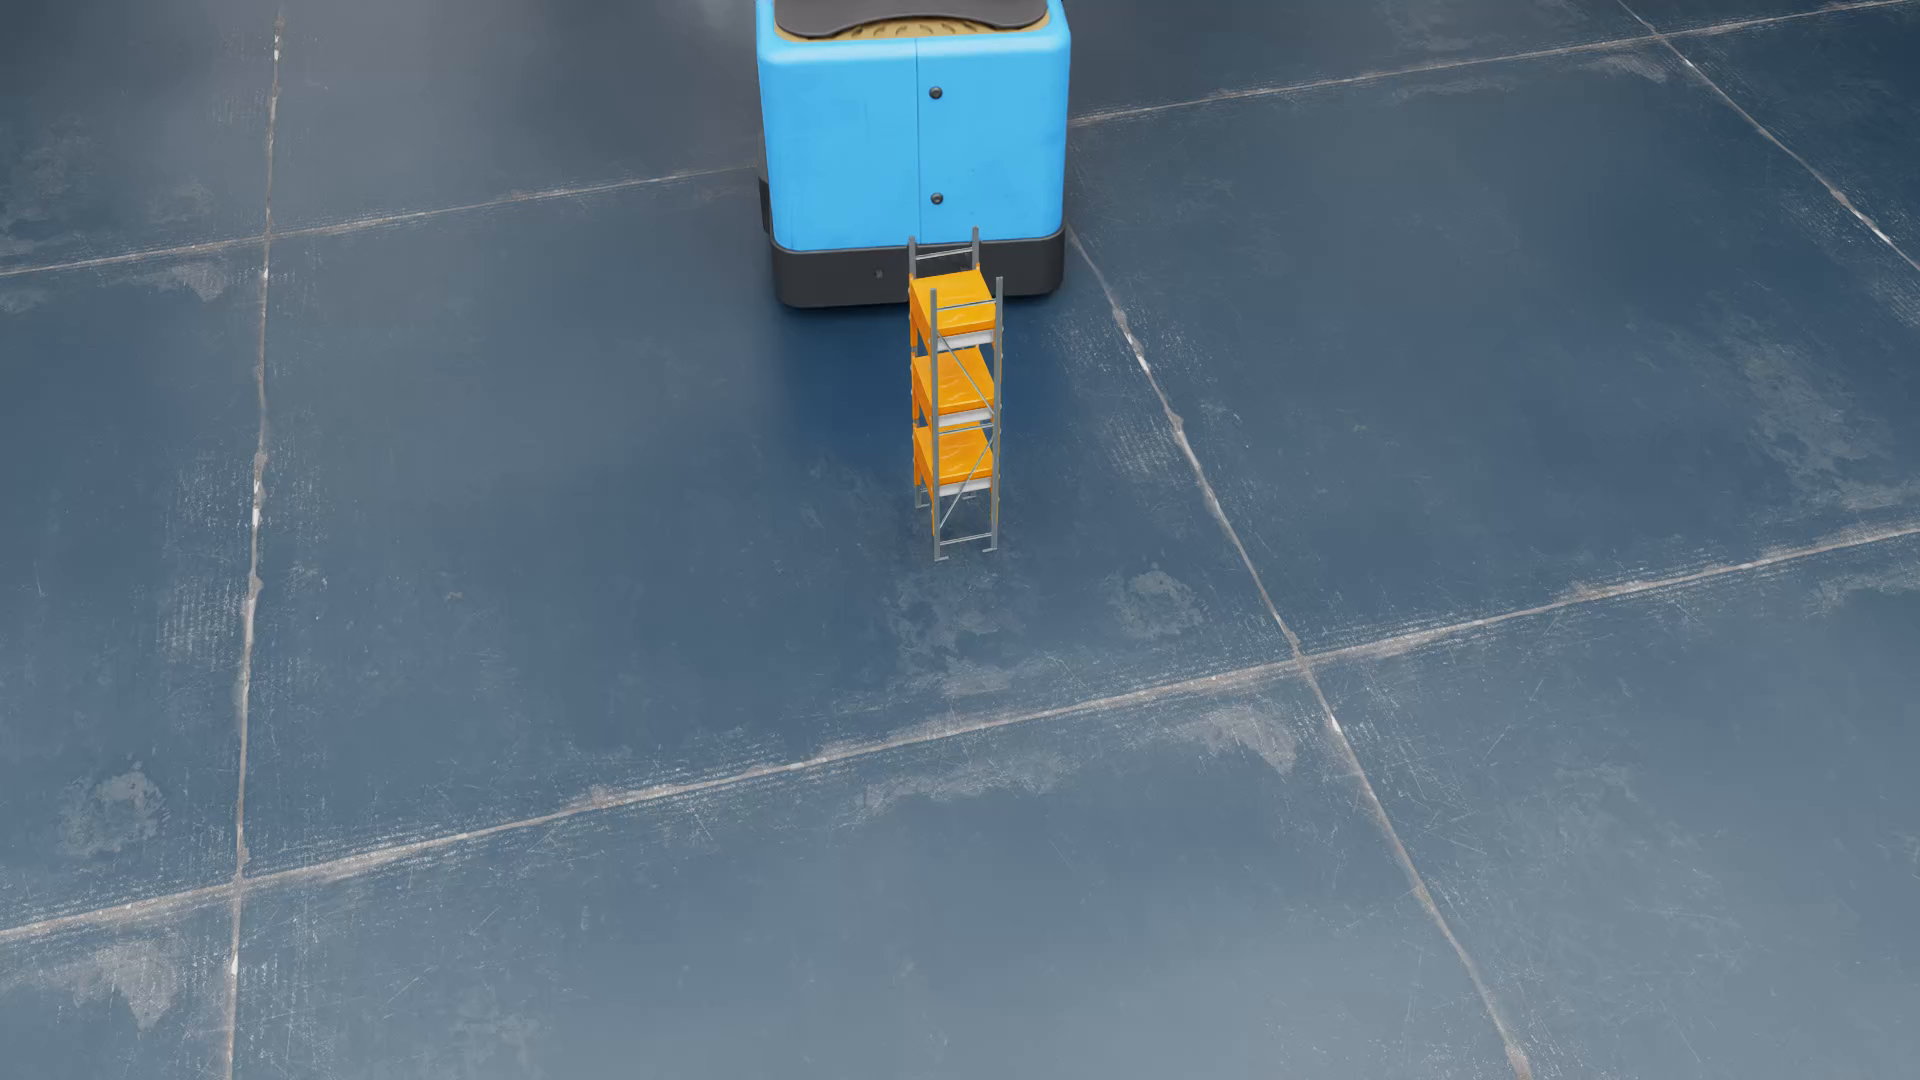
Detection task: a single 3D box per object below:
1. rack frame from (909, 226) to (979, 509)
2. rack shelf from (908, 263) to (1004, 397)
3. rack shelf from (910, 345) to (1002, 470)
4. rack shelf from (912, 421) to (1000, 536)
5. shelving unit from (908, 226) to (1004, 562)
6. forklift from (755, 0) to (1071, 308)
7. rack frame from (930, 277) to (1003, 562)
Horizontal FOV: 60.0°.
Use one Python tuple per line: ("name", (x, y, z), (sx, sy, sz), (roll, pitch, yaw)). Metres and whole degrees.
("rack frame", (-0.045, -0.489, 4.994), (0.200, 1.050, 0.008), (-11, 47, -10))
("rack shelf", (-0.014, -0.596, 4.716), (0.215, 0.259, 0.240), (-11, 47, -10))
("rack shelf", (-0.014, -0.397, 4.919), (0.215, 0.259, 0.240), (-11, 47, -10))
("rack shelf", (-0.014, -0.202, 5.117), (0.215, 0.259, 0.240), (-11, 47, -10))
("shelving unit", (-0.014, -0.404, 4.911), (0.215, 1.050, 0.252), (-11, 47, -10))
("forklift", (-0.279, -2.912, 6.052), (1.130, 2.935, 3.031), (-4, 46, -4))
("rack frame", (0.018, -0.320, 4.829), (0.200, 1.050, 0.008), (-11, 47, -10))
